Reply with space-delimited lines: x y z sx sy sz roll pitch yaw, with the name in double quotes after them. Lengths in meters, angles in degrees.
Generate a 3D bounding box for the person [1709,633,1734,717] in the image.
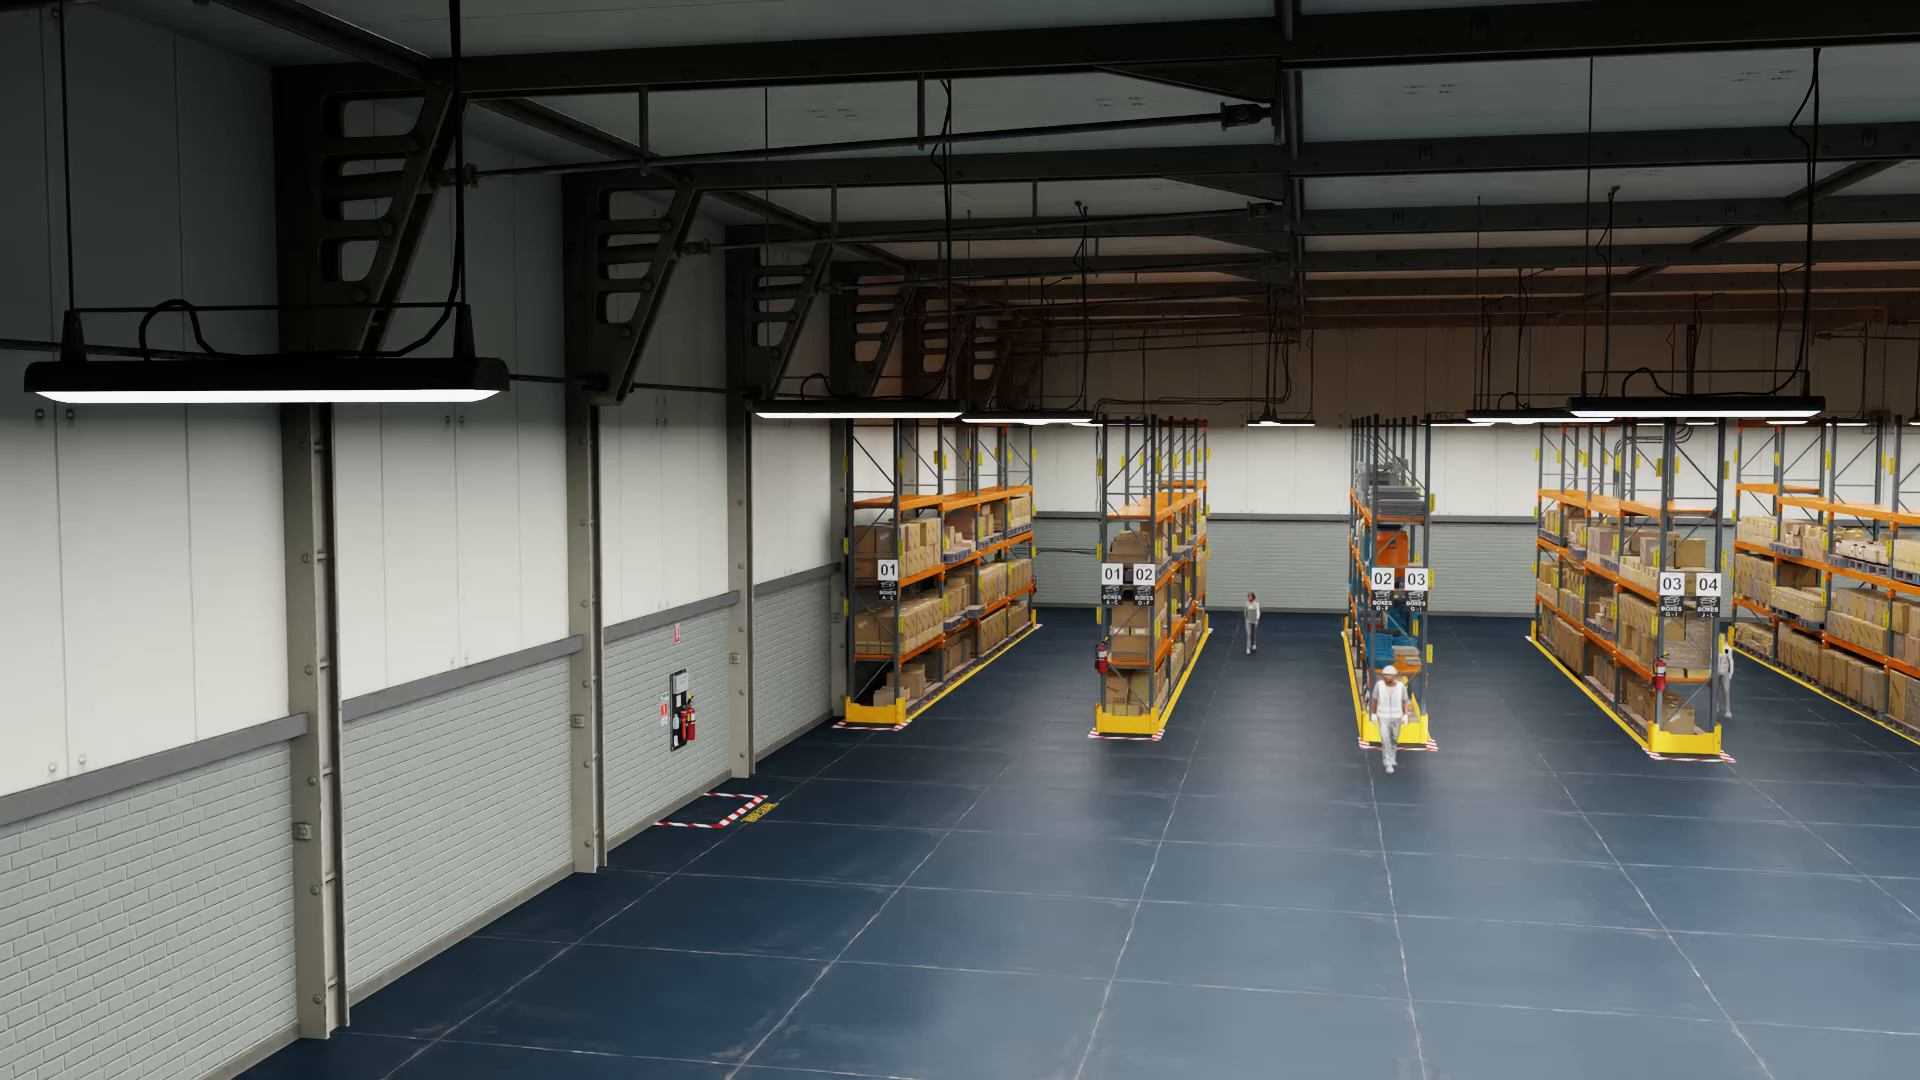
15.195 2.665 33.246 0.500 1.637 0.880 2 4 24 "person"

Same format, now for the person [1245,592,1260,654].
7.467 2.148 42.498 0.386 1.440 0.972 1 4 11 "person"

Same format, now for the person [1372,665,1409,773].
7.205 2.968 27.819 0.581 1.737 0.969 0 4 7 "person"

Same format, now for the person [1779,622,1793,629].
22.605 1.804 45.451 0.635 1.763 0.627 3 5 36 "person"
